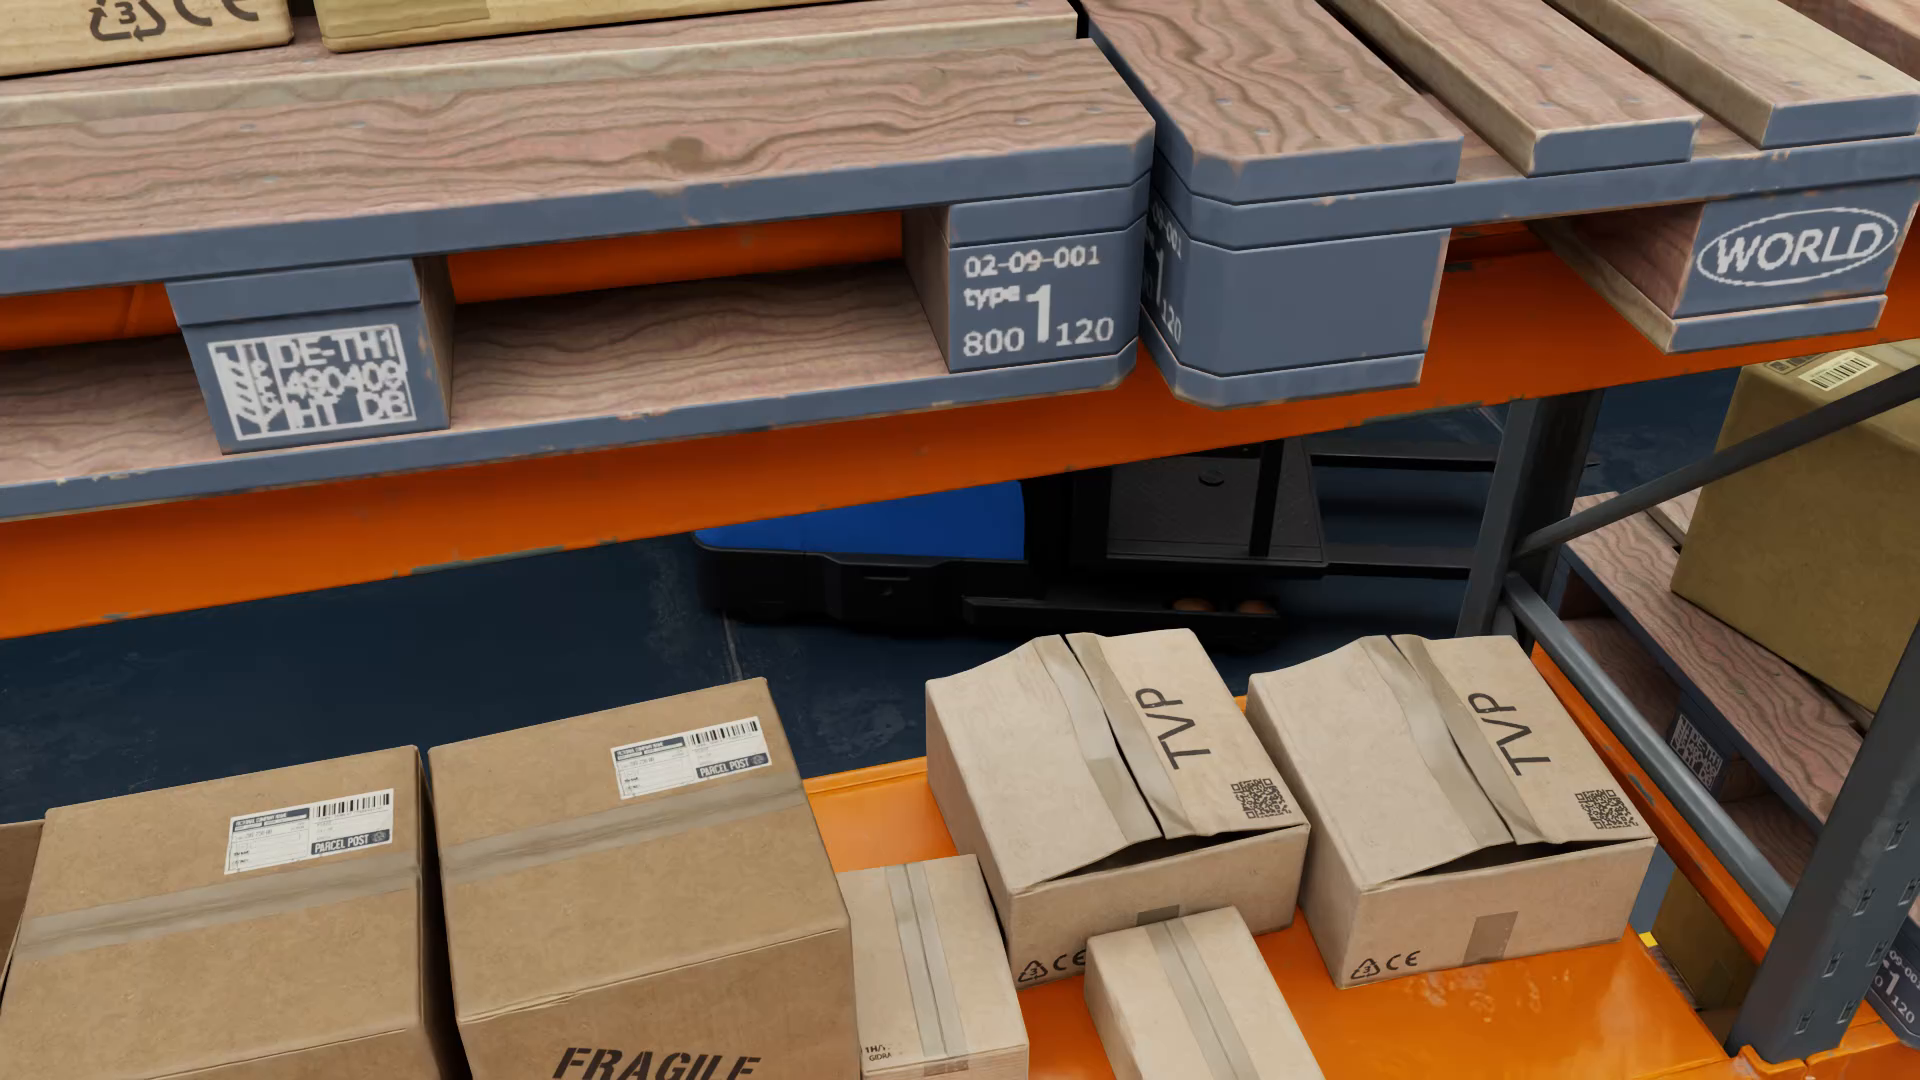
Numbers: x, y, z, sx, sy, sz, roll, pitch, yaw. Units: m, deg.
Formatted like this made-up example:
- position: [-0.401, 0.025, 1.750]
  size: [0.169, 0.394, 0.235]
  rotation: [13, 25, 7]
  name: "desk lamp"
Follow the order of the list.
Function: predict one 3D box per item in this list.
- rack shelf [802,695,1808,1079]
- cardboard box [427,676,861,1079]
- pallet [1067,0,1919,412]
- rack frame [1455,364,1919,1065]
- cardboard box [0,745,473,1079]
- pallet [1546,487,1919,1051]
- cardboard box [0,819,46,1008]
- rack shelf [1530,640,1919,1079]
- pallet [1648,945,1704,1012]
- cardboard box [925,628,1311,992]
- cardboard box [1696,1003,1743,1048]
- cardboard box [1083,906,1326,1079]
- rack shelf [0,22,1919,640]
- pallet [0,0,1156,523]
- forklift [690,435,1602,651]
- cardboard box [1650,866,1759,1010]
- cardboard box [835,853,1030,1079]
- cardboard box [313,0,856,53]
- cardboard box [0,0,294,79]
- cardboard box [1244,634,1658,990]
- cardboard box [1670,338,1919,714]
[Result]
- position: [-0.770, 0.958, 2.620]
  size: [4.000, 0.370, 1.077]
  rotation: [-9, 38, -12]
  name: "rack shelf"
- position: [-0.455, 0.592, 2.426]
  size: [0.500, 0.500, 0.500]
  rotation: [-11, 39, -14]
  name: "cardboard box"
- position: [0.529, -0.601, 1.753]
  size: [1.003, 0.211, 1.213]
  rotation: [-8, 38, -10]
  name: "pallet"
- position: [1.161, 0.356, 2.816]
  size: [0.127, 3.000, 1.000]
  rotation: [-9, 38, -12]
  name: "rack frame"
- position: [-0.963, 0.675, 2.317]
  size: [0.500, 0.500, 0.500]
  rotation: [-9, 38, -12]
  name: "cardboard box"
- position: [1.797, 0.284, 3.068]
  size: [1.003, 0.211, 1.213]
  rotation: [-9, 38, -12]
  name: "pallet"
- position: [-1.447, 0.754, 2.213]
  size: [0.500, 0.500, 0.500]
  rotation: [-7, 38, -9]
  name: "cardboard box"
- position: [3.091, 0.325, 3.449]
  size: [4.000, 0.370, 1.077]
  rotation: [-9, 38, -12]
  name: "rack shelf"
- position: [1.891, 1.367, 3.789]
  size: [1.213, 0.211, 1.003]
  rotation: [-9, 38, -12]
  name: "pallet"
- position: [0.247, 0.419, 2.806]
  size: [0.500, 0.311, 0.500]
  rotation: [-10, 38, -12]
  name: "cardboard box"
- position: [1.675, 1.270, 3.317]
  size: [0.500, 0.500, 0.500]
  rotation: [-8, 38, -10]
  name: "cardboard box"
- position: [0.364, 0.760, 2.494]
  size: [0.250, 0.149, 0.380]
  rotation: [-9, 38, -12]
  name: "cardboard box"
- position: [-0.770, -0.233, 1.709]
  size: [4.000, 0.370, 1.077]
  rotation: [-9, 38, -12]
  name: "rack shelf"
- position: [-0.550, -0.422, 1.519]
  size: [1.213, 0.211, 1.003]
  rotation: [-8, 38, -10]
  name: "pallet"
- position: [0.684, -1.146, 4.836]
  size: [3.031, 2.935, 1.130]
  rotation: [2, 37, 3]
  name: "forklift"
- position: [2.002, 0.888, 3.815]
  size: [0.500, 0.500, 0.500]
  rotation: [-8, 38, -10]
  name: "cardboard box"
- position: [-0.056, 0.691, 2.585]
  size: [0.250, 0.149, 0.380]
  rotation: [-7, 38, -9]
  name: "cardboard box"
- position: [-0.319, -0.660, 1.453]
  size: [0.500, 0.250, 0.500]
  rotation: [-10, 39, -13]
  name: "cardboard box"
- position: [-0.839, -0.576, 1.343]
  size: [0.500, 0.250, 0.500]
  rotation: [-12, 39, -16]
  name: "cardboard box"
- position: [0.798, 0.423, 2.801]
  size: [0.500, 0.311, 0.500]
  rotation: [-7, 38, -9]
  name: "cardboard box"
- position: [1.739, -0.016, 2.875]
  size: [0.500, 0.500, 0.700]
  rotation: [-23, 43, -27]
  name: "cardboard box"
